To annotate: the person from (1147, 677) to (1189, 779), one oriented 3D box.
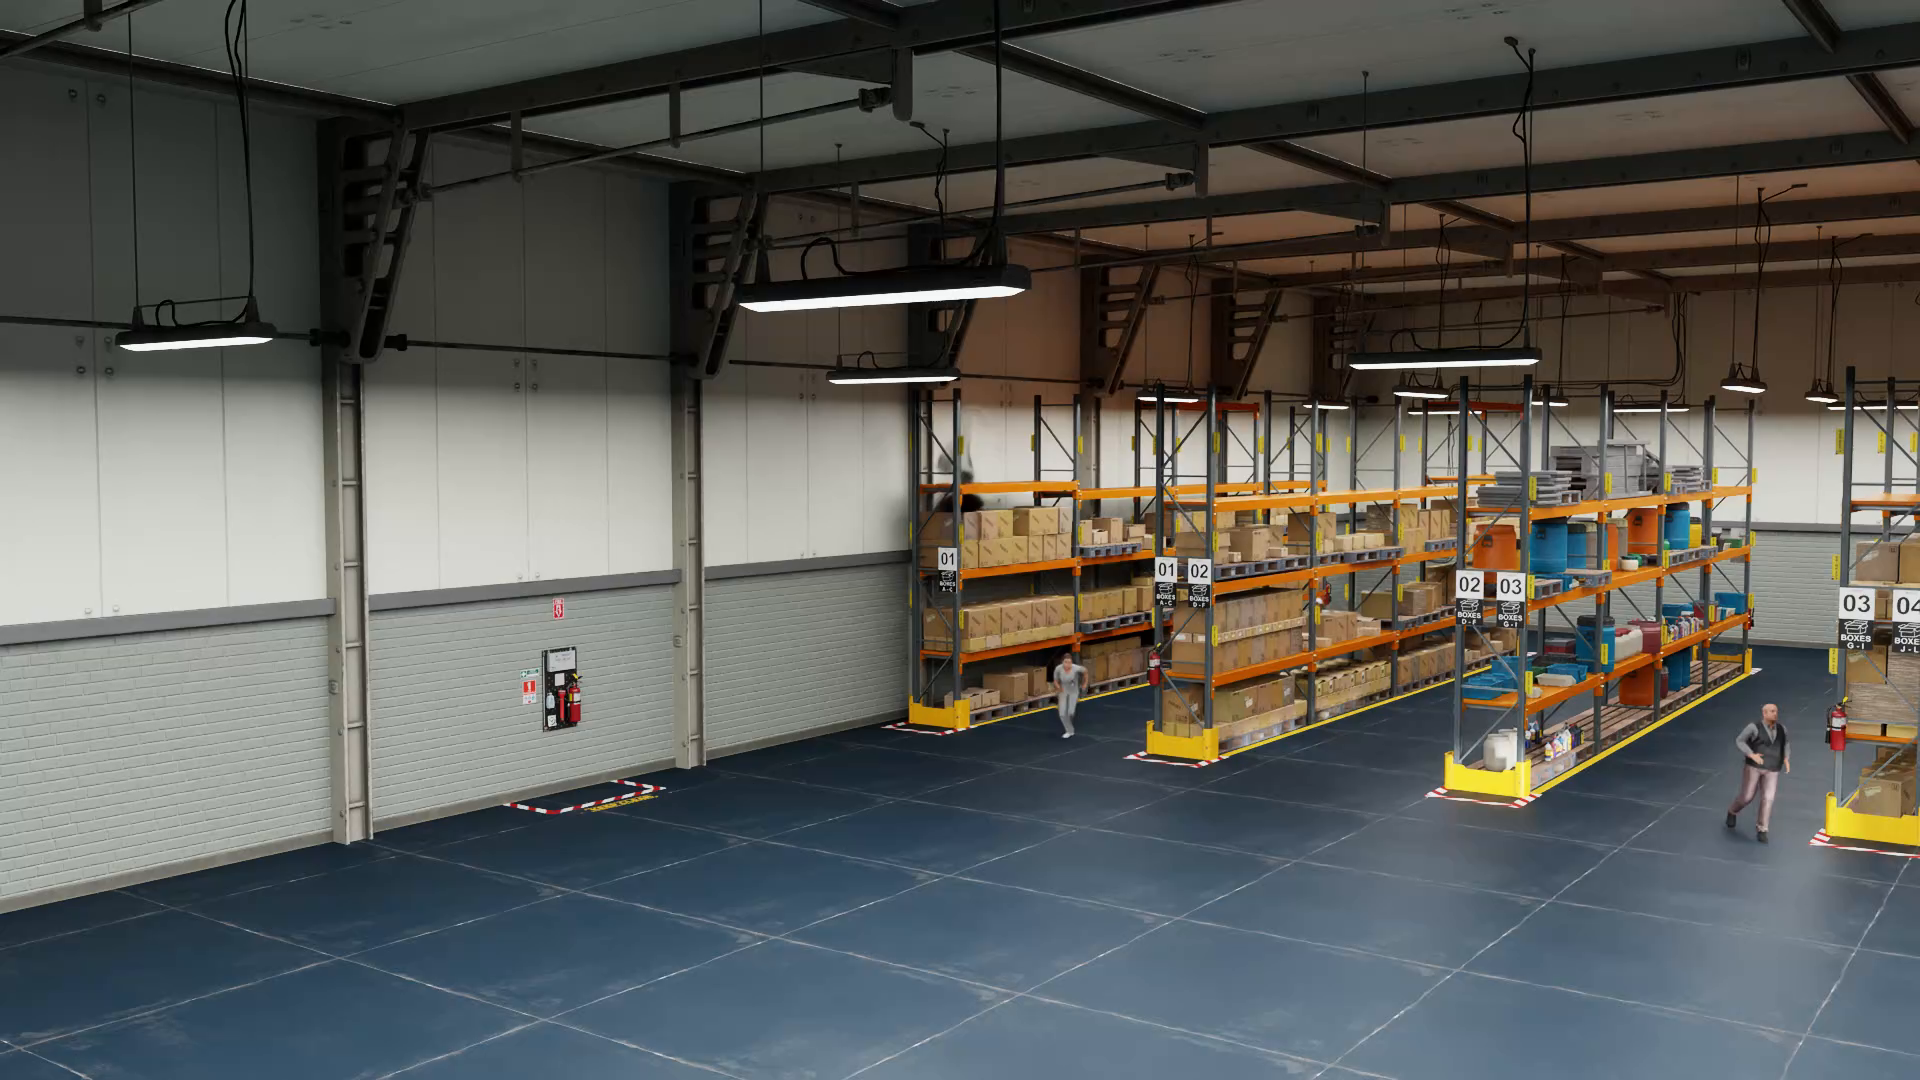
[{"bbox_3d":[3.102,2.748,24.743,0.592,1.501,0.907,-2,4,-31],"label":"person"}]
